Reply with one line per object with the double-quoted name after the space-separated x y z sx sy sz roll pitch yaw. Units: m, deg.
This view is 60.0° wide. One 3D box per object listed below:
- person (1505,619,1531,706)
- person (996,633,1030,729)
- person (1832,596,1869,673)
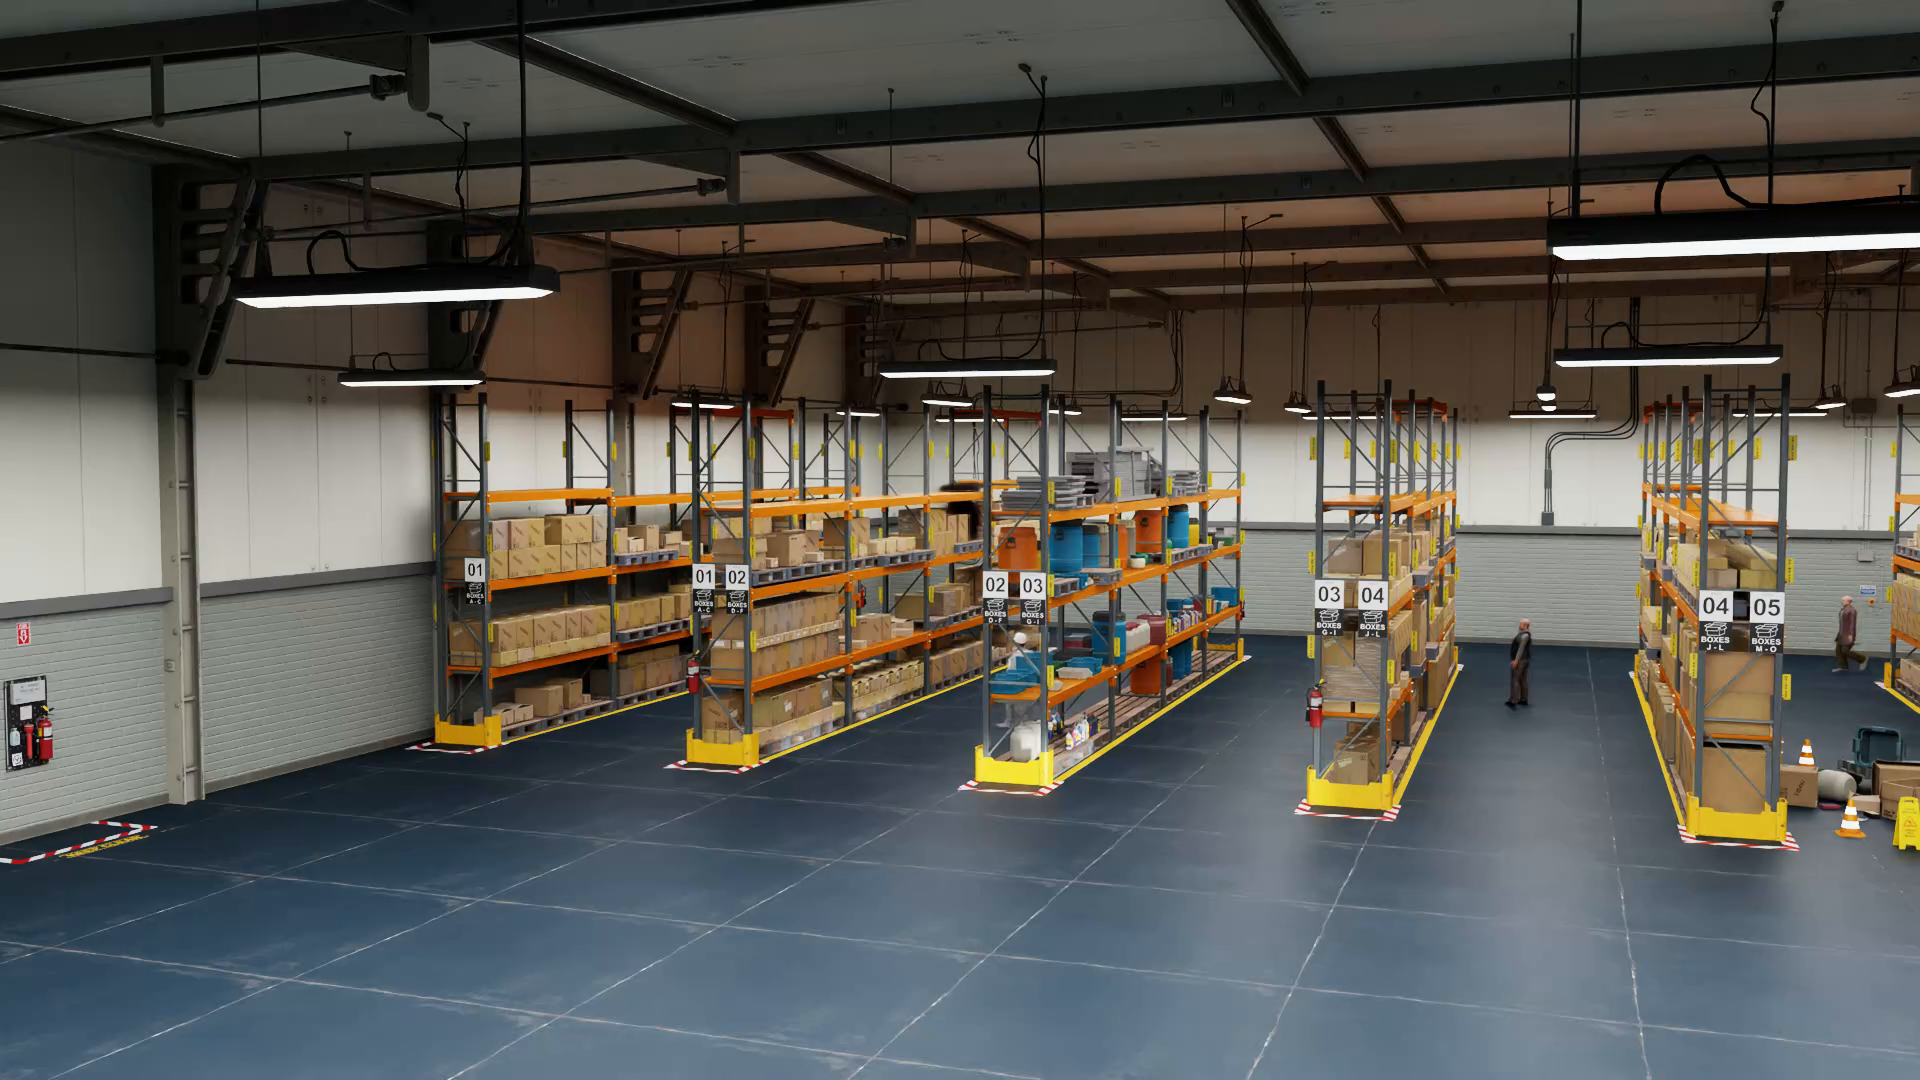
11.000 2.405 32.724 0.477 1.721 0.587 2 4 38 "person"
0.961 2.544 29.877 0.620 1.749 0.555 0 3 -3 "person"
20.010 2.123 37.362 0.710 1.749 0.607 0 3 4 "person"
